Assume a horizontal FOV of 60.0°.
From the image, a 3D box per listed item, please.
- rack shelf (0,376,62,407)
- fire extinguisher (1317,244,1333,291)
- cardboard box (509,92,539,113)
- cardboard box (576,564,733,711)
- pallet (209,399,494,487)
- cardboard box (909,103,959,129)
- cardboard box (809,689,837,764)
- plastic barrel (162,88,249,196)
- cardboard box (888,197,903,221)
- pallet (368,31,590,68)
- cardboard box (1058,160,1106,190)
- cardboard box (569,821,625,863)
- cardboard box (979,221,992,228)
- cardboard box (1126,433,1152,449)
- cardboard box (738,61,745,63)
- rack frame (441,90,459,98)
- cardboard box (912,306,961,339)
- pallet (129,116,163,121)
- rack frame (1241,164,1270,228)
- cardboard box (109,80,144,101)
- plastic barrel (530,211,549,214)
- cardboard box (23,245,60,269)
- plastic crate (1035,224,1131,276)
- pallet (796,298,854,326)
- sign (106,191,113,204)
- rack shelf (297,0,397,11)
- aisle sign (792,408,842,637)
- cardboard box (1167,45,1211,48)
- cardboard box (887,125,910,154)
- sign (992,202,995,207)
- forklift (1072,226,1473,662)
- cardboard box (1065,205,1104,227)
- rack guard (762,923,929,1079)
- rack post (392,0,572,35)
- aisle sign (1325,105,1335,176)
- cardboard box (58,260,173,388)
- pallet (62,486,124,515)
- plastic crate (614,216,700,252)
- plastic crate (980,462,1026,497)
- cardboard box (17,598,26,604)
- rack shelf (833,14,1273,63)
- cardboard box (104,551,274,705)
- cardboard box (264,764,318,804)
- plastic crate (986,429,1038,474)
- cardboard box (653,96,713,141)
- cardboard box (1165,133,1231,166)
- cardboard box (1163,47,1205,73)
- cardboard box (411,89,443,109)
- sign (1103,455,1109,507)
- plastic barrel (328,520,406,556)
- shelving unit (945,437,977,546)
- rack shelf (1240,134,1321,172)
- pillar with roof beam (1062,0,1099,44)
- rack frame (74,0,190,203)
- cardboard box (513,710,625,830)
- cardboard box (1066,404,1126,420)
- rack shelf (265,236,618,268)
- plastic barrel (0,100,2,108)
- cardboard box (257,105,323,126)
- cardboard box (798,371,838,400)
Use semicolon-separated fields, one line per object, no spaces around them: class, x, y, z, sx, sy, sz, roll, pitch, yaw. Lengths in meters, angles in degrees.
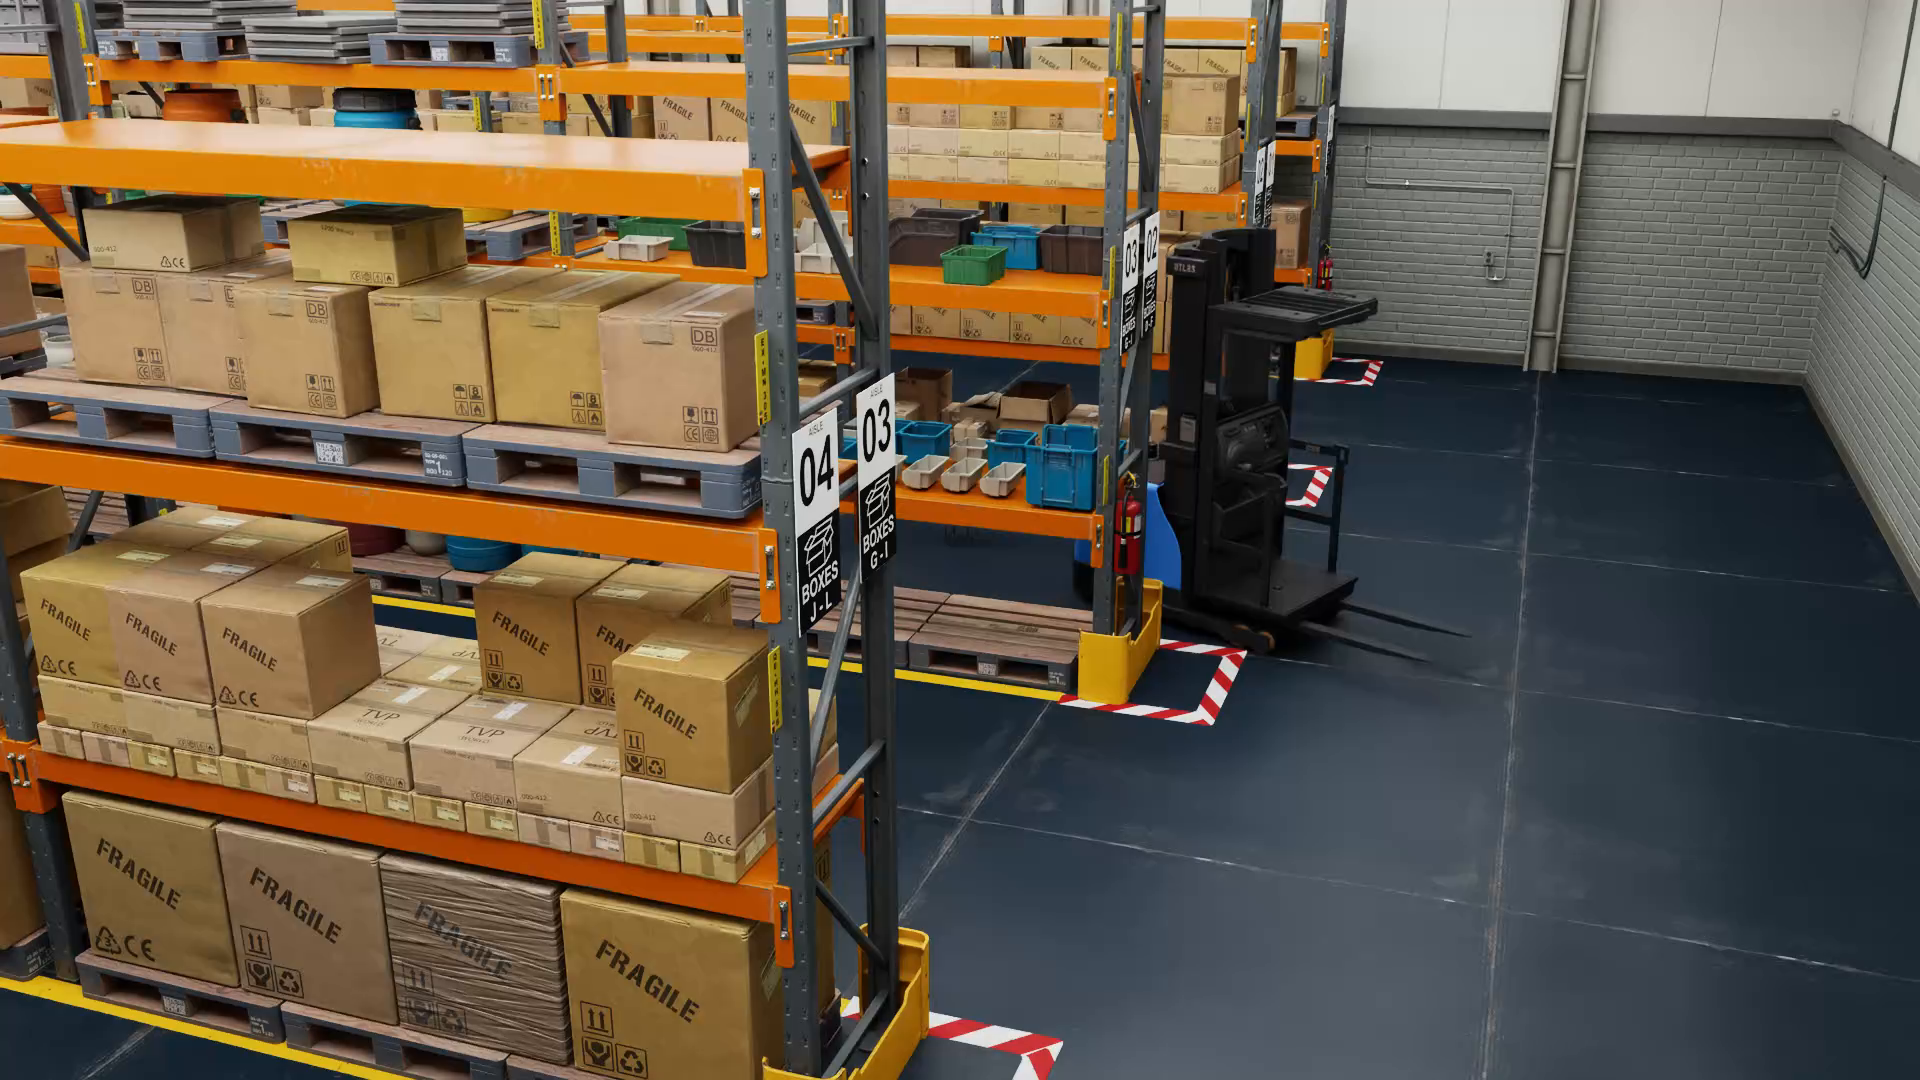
rack shelf;-6.172;-0.668;8.470;4.000;0.370;1.077;7;20;18
fire extinguisher;4.363;-3.191;19.857;0.183;0.674;0.296;7;20;18
cardboard box;-4.397;-4.773;17.485;0.500;0.500;0.500;7;20;18
cardboard box;-1.341;0.444;7.383;0.500;0.500;0.500;6;20;17
pallet;-2.365;-0.525;7.104;1.213;0.211;1.003;7;20;18
cardboard box;-0.131;-4.252;15.988;0.500;0.500;0.700;7;20;18
cardboard box;-0.869;0.852;7.351;0.500;0.250;0.500;6;20;17
plastic barrel;-5.901;-3.102;13.071;0.708;0.830;0.600;7;20;18
cardboard box;-0.882;-4.273;21.642;0.500;0.500;0.500;7;20;18
pallet;-3.449;-3.549;11.982;1.213;0.211;1.003;7;20;18
cardboard box;1.233;-3.449;15.584;0.500;0.250;0.500;7;20;18
cardboard box;-1.433;1.185;7.002;0.250;0.149;0.380;7;20;18
cardboard box;0.019;-2.945;16.798;0.500;0.500;0.500;6;20;17
cardboard box;1.803;-0.946;16.370;0.250;0.166;0.380;7;20;18
cardboard box;-2.716;-6.065;22.041;0.500;0.500;0.700;5;20;14
rack frame;-6.963;-7.692;22.972;0.127;3.000;1.000;7;20;18
cardboard box;-0.152;-2.308;16.487;0.500;0.500;0.500;7;20;19
pallet;-9.399;-4.777;19.302;1.213;0.211;1.003;7;20;18
rack frame;2.750;-2.022;15.821;0.127;3.000;1.000;7;20;18
cardboard box;-10.100;-5.265;19.560;0.637;0.503;0.797;9;21;24
plastic barrel;-3.072;-2.729;12.445;0.433;0.535;0.433;0;19;0
cardboard box;-10.962;-3.633;20.289;0.500;0.500;0.700;7;20;18
plastic crate;0.849;-1.966;11.300;0.590;0.269;0.497;7;20;18
pallet;-1.747;-2.484;17.437;1.213;0.211;1.003;7;20;18
sign;-6.610;-2.542;12.914;0.005;0.325;0.100;7;20;18
rack shelf;-8.852;-7.567;23.711;4.000;0.370;1.077;7;20;18
aisle sign;-0.535;-0.069;6.268;0.004;0.787;0.394;7;20;18
cardboard box;2.788;-5.776;20.331;0.500;0.500;0.500;6;20;18
cardboard box;-0.651;-3.906;16.137;0.500;0.250;0.500;7;20;18
sign;0.425;-4.335;20.816;0.005;0.325;0.100;7;20;18
forklift;2.337;-0.743;12.254;3.031;2.935;1.130;16;25;38
cardboard box;1.789;-3.993;21.017;0.700;0.700;0.980;6;20;17
rack guard;-0.482;2.240;7.390;0.348;0.500;1.175;7;20;18
rack post;-3.443;-3.813;11.957;0.954;0.300;0.937;6;20;17
aisle sign;4.342;-4.690;19.523;0.004;0.787;0.394;7;20;18
cardboard box;-3.524;-1.018;7.441;0.500;0.500;0.700;5;20;15
pallet;-8.303;-0.258;14.996;1.213;0.211;1.003;7;20;18
plastic crate;-2.158;-2.279;12.323;0.662;0.188;0.450;7;20;18
plastic crate;0.291;-0.418;11.529;0.243;0.136;0.396;7;20;18
cardboard box;-4.635;0.451;8.575;0.500;0.500;0.500;7;20;18
rack shelf;0.861;-4.730;15.572;4.000;0.370;1.077;7;20;18
cardboard box;-3.452;0.388;7.542;0.500;0.500;0.500;7;20;18
cardboard box;-2.888;1.019;7.477;0.250;0.149;0.380;7;20;19
plastic crate;0.374;-0.632;11.996;0.300;0.233;0.416;7;20;18
cardboard box;-2.741;-4.384;17.098;0.600;0.600;0.600;6;20;16
cardboard box;2.181;-3.580;15.202;0.500;0.250;0.500;7;20;18
cardboard box;2.627;-5.614;19.865;0.500;0.500;0.500;6;20;16
cardboard box;-7.524;-6.310;23.383;0.500;0.500;0.500;7;20;20
sign;0.956;-0.387;10.881;0.005;0.325;0.100;7;20;18
plastic barrel;-4.901;-0.237;13.725;0.708;0.588;0.600;7;20;18
shelving unit;0.008;-0.424;14.426;0.210;0.900;0.258;7;20;18
rack shelf;2.483;-4.856;20.485;4.000;0.370;1.077;7;20;18
pillar with roof beam;0.126;-5.683;17.208;0.400;9.000;9.100;7;20;18
rack frame;-6.436;-4.180;12.896;0.127;3.000;1.000;7;20;18
cardboard box;-1.528;0.963;7.033;0.500;0.250;0.500;6;20;17
cardboard box;1.385;-1.187;16.933;0.500;0.250;0.500;7;20;18
rack shelf;-4.547;-2.208;12.888;4.000;0.370;1.077;7;20;18
plastic barrel;-8.427;-3.303;14.177;0.708;0.901;0.600;7;20;18
cardboard box;-7.487;-4.735;18.634;0.500;0.250;0.500;5;20;13
cardboard box;-1.589;-1.446;17.297;0.500;0.500;0.500;6;20;18
